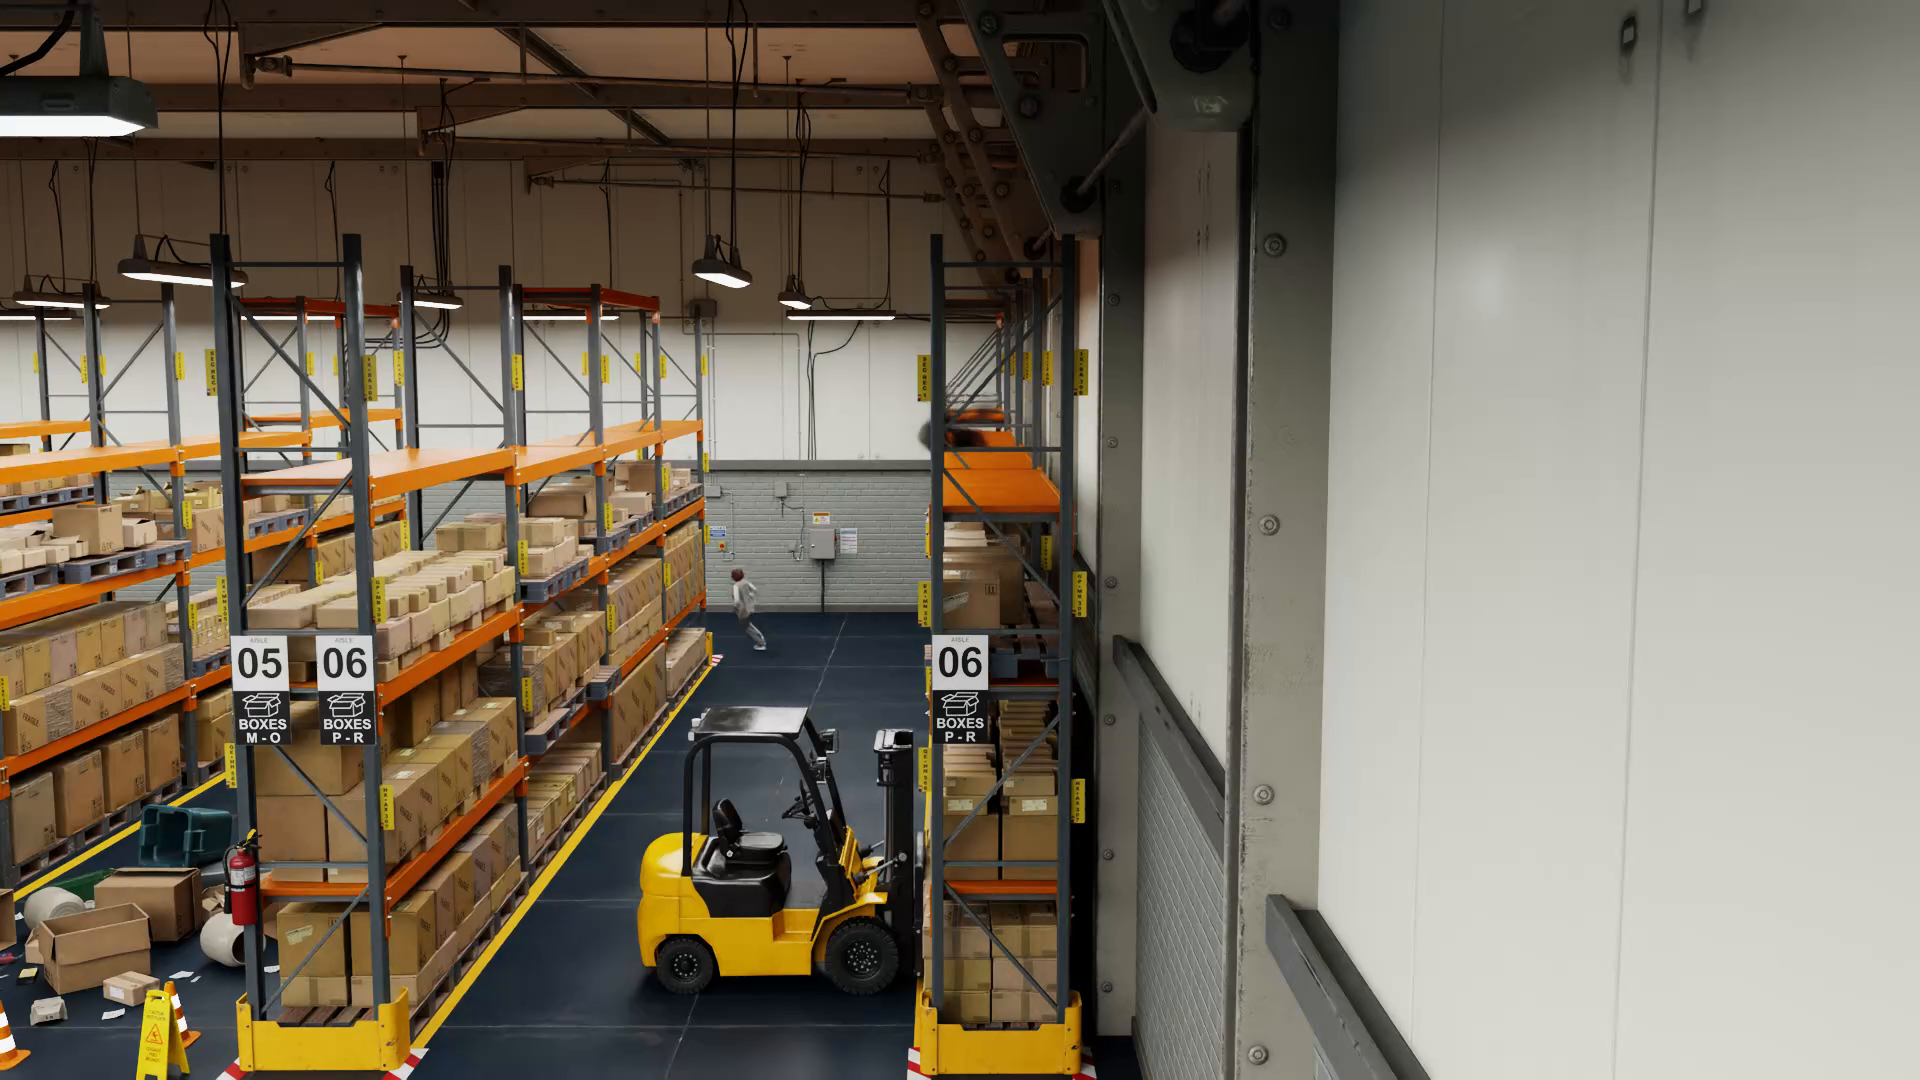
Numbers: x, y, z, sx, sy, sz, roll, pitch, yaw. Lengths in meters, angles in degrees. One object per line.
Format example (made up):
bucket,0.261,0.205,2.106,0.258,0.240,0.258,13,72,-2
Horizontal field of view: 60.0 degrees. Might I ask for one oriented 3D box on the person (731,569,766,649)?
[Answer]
person,-3.756,1.215,29.121,0.476,1.474,0.687,5,8,35
